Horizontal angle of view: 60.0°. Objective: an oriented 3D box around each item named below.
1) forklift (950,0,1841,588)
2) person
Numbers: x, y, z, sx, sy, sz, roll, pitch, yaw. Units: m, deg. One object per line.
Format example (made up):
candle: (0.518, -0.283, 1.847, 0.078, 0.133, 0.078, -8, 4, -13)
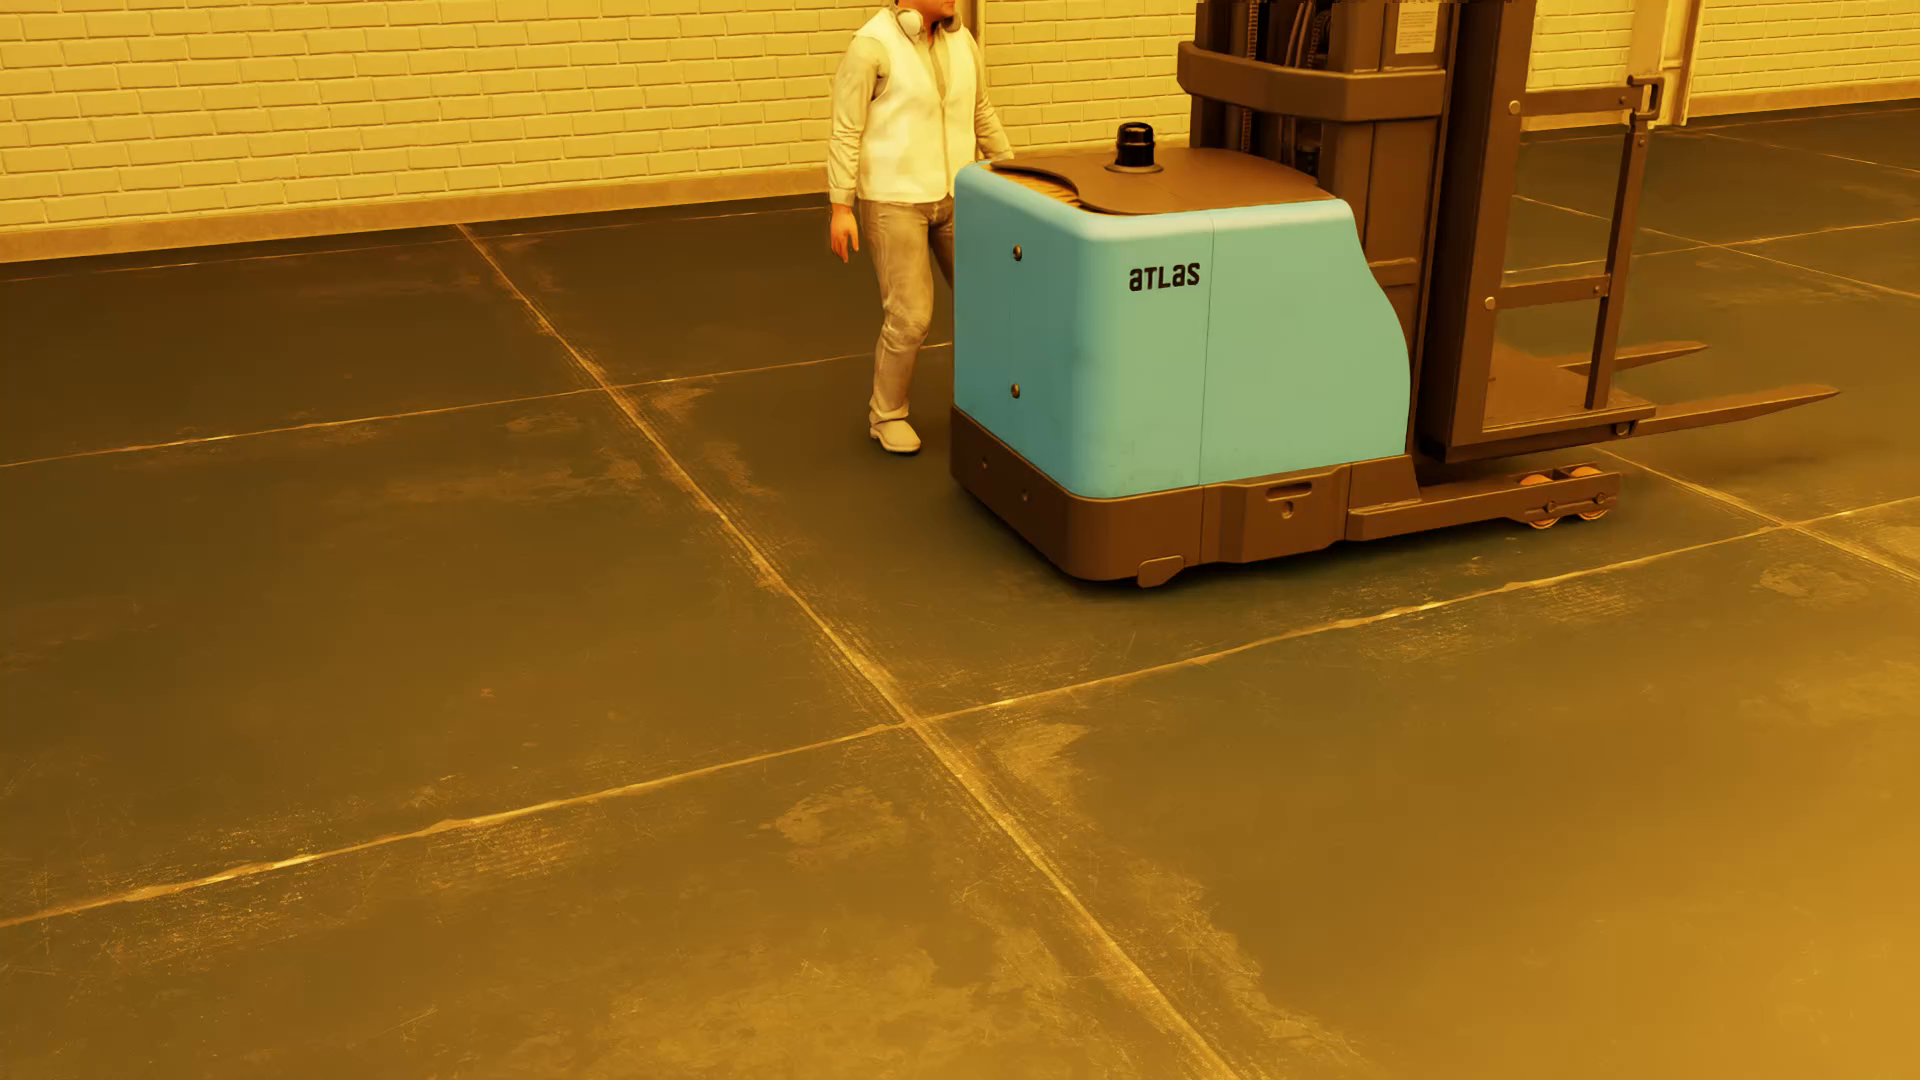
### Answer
forklift: (1.536, -1.566, 5.055, 3.031, 2.935, 1.130, -9, 24, -20)
person: (-0.111, -1.174, 5.654, 0.751, 1.749, 0.420, -18, 29, -37)
